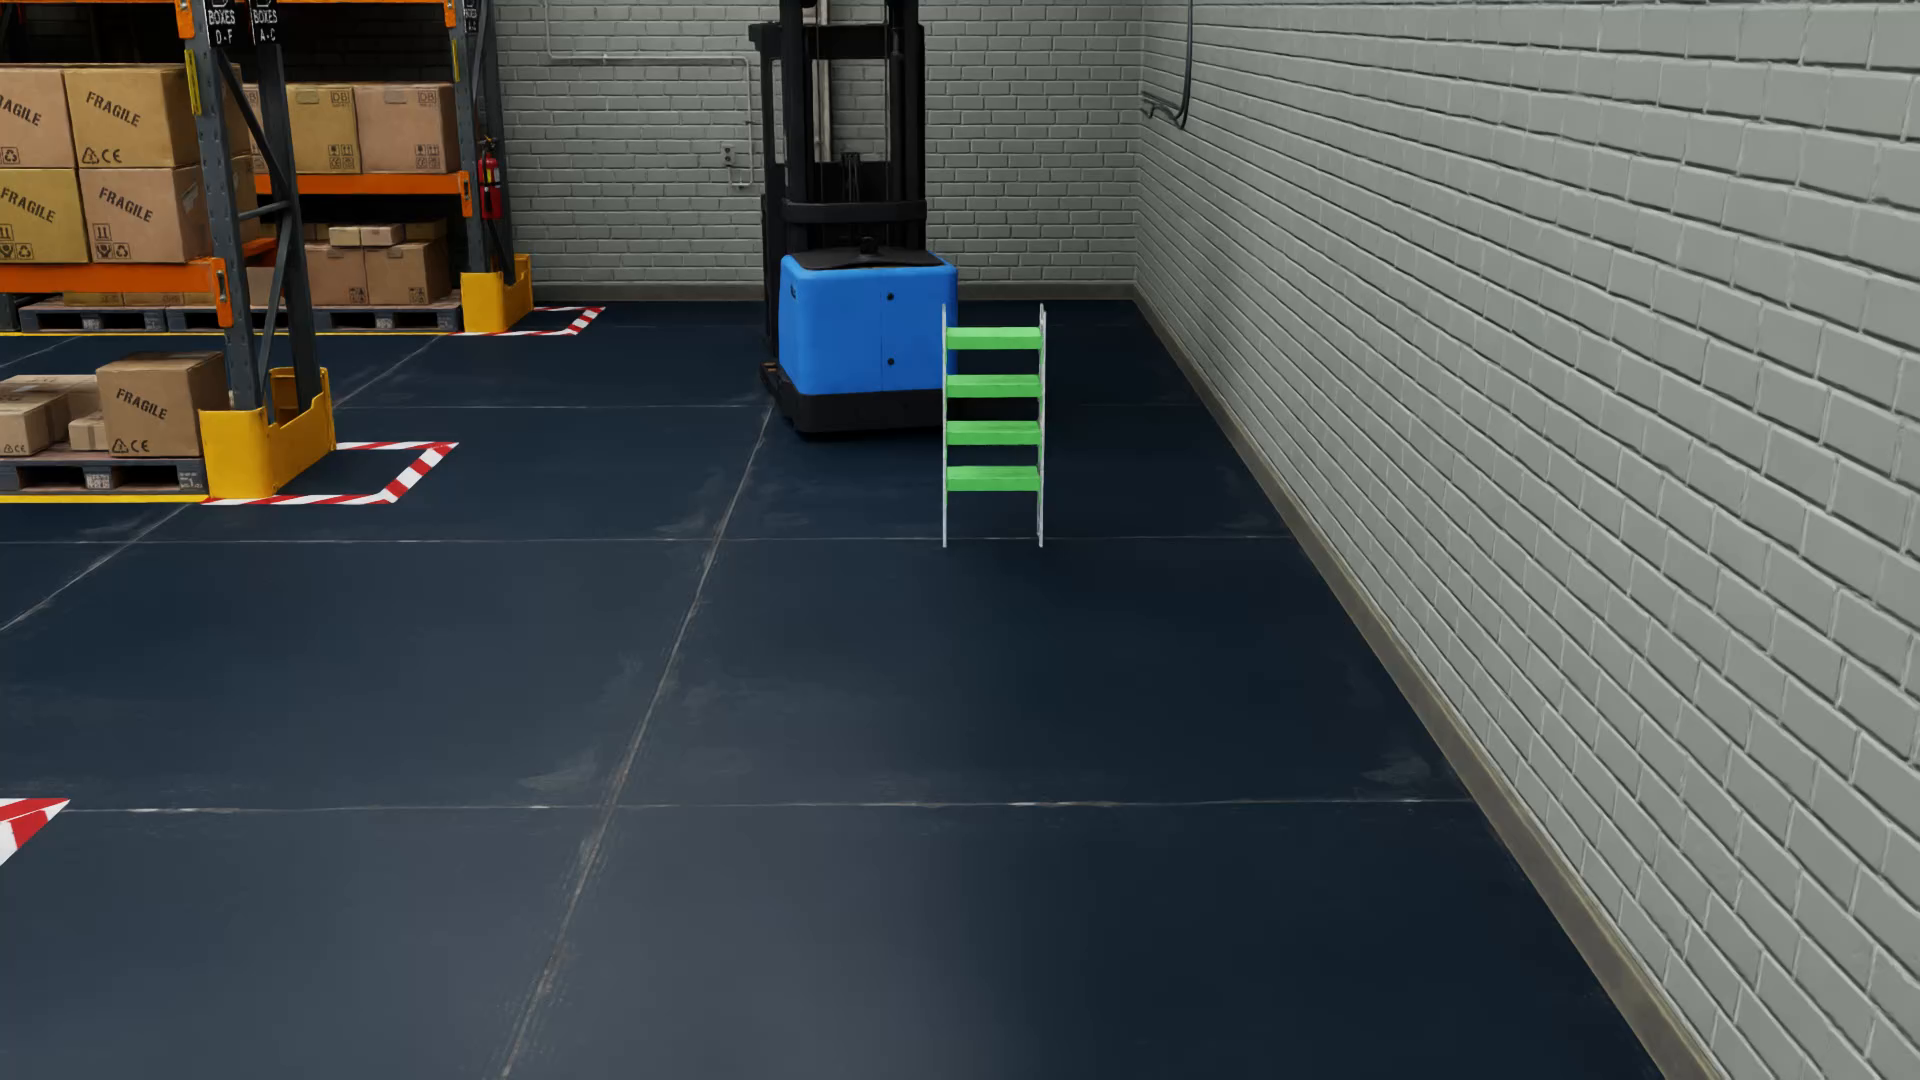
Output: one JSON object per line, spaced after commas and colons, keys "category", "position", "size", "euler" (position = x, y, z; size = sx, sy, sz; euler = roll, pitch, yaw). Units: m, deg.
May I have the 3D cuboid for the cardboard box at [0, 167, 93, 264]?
{"category": "cardboard box", "position": [-4.919, -1.794, 9.066], "size": [0.500, 0.500, 0.500], "euler": [0, 18, 0]}

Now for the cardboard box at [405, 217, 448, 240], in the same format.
{"category": "cardboard box", "position": [-4.615, -2.695, 14.380], "size": [0.250, 0.149, 0.380], "euler": [0, 18, 0]}

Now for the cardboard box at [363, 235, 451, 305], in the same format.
{"category": "cardboard box", "position": [-4.737, -2.324, 14.287], "size": [0.500, 0.500, 0.700], "euler": [0, 18, -1]}

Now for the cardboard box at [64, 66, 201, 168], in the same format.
{"category": "cardboard box", "position": [-4.397, -2.273, 8.922], "size": [0.500, 0.500, 0.500], "euler": [0, 18, -1]}

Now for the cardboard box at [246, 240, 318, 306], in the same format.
{"category": "cardboard box", "position": [-5.740, -2.319, 14.271], "size": [0.500, 0.500, 0.700], "euler": [-1, 18, -3]}

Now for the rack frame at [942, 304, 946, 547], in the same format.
{"category": "rack frame", "position": [-0.078, -0.571, 8.363], "size": [0.015, 1.200, 0.240], "euler": [0, 18, -1]}

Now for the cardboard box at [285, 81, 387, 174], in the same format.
{"category": "cardboard box", "position": [-5.276, -3.479, 13.990], "size": [0.700, 0.700, 0.980], "euler": [0, 18, -1]}

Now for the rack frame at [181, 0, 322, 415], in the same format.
{"category": "rack frame", "position": [-3.957, -1.835, 9.358], "size": [0.127, 3.000, 1.000], "euler": [0, 18, -1]}

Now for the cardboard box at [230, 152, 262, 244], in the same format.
{"category": "cardboard box", "position": [-4.404, -1.961, 9.587], "size": [0.500, 0.500, 0.500], "euler": [0, 18, 0]}

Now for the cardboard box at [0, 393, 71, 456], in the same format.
{"category": "cardboard box", "position": [-5.447, -0.662, 9.483], "size": [0.500, 0.250, 0.500], "euler": [0, 18, -1]}

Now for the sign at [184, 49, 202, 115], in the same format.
{"category": "sign", "position": [-3.968, -2.368, 8.604], "size": [0.005, 0.325, 0.100], "euler": [0, 18, -1]}

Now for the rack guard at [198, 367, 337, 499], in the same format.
{"category": "rack guard", "position": [-4.033, -0.645, 9.739], "size": [0.348, 0.500, 1.175], "euler": [0, 18, -1]}

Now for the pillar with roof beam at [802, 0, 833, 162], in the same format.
{"category": "pillar with roof beam", "position": [-1.285, -5.167, 9.924], "size": [0.400, 9.000, 9.100], "euler": [0, 18, -1]}

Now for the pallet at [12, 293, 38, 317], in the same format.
{"category": "pallet", "position": [-8.808, -1.974, 14.357], "size": [1.213, 0.211, 1.003], "euler": [0, 18, -1]}

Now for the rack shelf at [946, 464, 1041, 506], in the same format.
{"category": "rack shelf", "position": [0.166, -0.283, 8.460], "size": [0.480, 0.148, 0.258], "euler": [0, 18, -1]}

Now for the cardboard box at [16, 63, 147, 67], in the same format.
{"category": "cardboard box", "position": [-4.927, -2.433, 9.420], "size": [0.500, 0.500, 0.500], "euler": [0, 18, 0]}

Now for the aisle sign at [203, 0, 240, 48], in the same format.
{"category": "aisle sign", "position": [-3.884, -2.980, 8.671], "size": [0.004, 0.787, 0.394], "euler": [0, 18, -1]}

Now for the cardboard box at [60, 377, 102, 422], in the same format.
{"category": "cardboard box", "position": [-5.005, -0.817, 9.965], "size": [0.500, 0.250, 0.500], "euler": [0, 18, -1]}

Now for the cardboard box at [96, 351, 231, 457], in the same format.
{"category": "cardboard box", "position": [-4.496, -0.777, 9.430], "size": [0.500, 0.500, 0.500], "euler": [0, 18, -1]}

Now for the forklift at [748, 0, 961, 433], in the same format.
{"category": "forklift", "position": [-0.832, -2.478, 11.475], "size": [1.130, 2.935, 3.031], "euler": [-4, 18, -13]}

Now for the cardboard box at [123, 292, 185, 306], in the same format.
{"category": "cardboard box", "position": [-6.786, -2.312, 14.250], "size": [0.500, 0.500, 0.700], "euler": [0, 18, -1]}

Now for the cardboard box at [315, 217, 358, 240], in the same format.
{"category": "cardboard box", "position": [-5.372, -2.691, 14.368], "size": [0.250, 0.149, 0.380], "euler": [0, 18, 0]}

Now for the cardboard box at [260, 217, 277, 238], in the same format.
{"category": "cardboard box", "position": [-5.883, -2.688, 14.359], "size": [0.250, 0.149, 0.380], "euler": [0, 18, 0]}

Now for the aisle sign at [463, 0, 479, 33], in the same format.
{"category": "aisle sign", "position": [-3.962, -4.495, 13.393], "size": [0.004, 0.787, 0.394], "euler": [0, 18, -1]}

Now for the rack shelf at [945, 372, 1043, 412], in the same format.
{"category": "rack shelf", "position": [0.166, -0.740, 8.313], "size": [0.480, 0.148, 0.258], "euler": [0, 18, -1]}

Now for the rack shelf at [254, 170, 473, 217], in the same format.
{"category": "rack shelf", "position": [-6.038, -2.996, 14.154], "size": [4.000, 0.370, 1.077], "euler": [0, 18, -1]}

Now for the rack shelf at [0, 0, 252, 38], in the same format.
{"category": "rack shelf", "position": [-5.956, -2.911, 8.980], "size": [4.000, 0.370, 1.077], "euler": [0, 18, -1]}

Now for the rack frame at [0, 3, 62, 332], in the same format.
{"category": "rack frame", "position": [-8.038, -3.329, 14.014], "size": [0.127, 3.000, 1.000], "euler": [0, 18, -1]}

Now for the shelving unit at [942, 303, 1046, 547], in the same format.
{"category": "shelving unit", "position": [0.166, -0.572, 8.367], "size": [0.503, 1.200, 0.258], "euler": [0, 18, -1]}

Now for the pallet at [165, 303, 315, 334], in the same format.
{"category": "pallet", "position": [-6.054, -1.988, 14.398], "size": [1.213, 0.211, 1.003], "euler": [0, 18, -1]}

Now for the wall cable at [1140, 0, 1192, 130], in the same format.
{"category": "wall cable", "position": [1.622, -4.644, 13.377], "size": [0.112, 2.526, 3.097], "euler": [0, 18, -1]}

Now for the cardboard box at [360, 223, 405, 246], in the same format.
{"category": "cardboard box", "position": [-4.862, -2.577, 14.012], "size": [0.250, 0.149, 0.380], "euler": [0, 18, -2]}

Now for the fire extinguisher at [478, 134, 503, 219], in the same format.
{"category": "fire extinguisher", "position": [-3.880, -2.994, 13.706], "size": [0.183, 0.674, 0.296], "euler": [0, 18, -1]}
